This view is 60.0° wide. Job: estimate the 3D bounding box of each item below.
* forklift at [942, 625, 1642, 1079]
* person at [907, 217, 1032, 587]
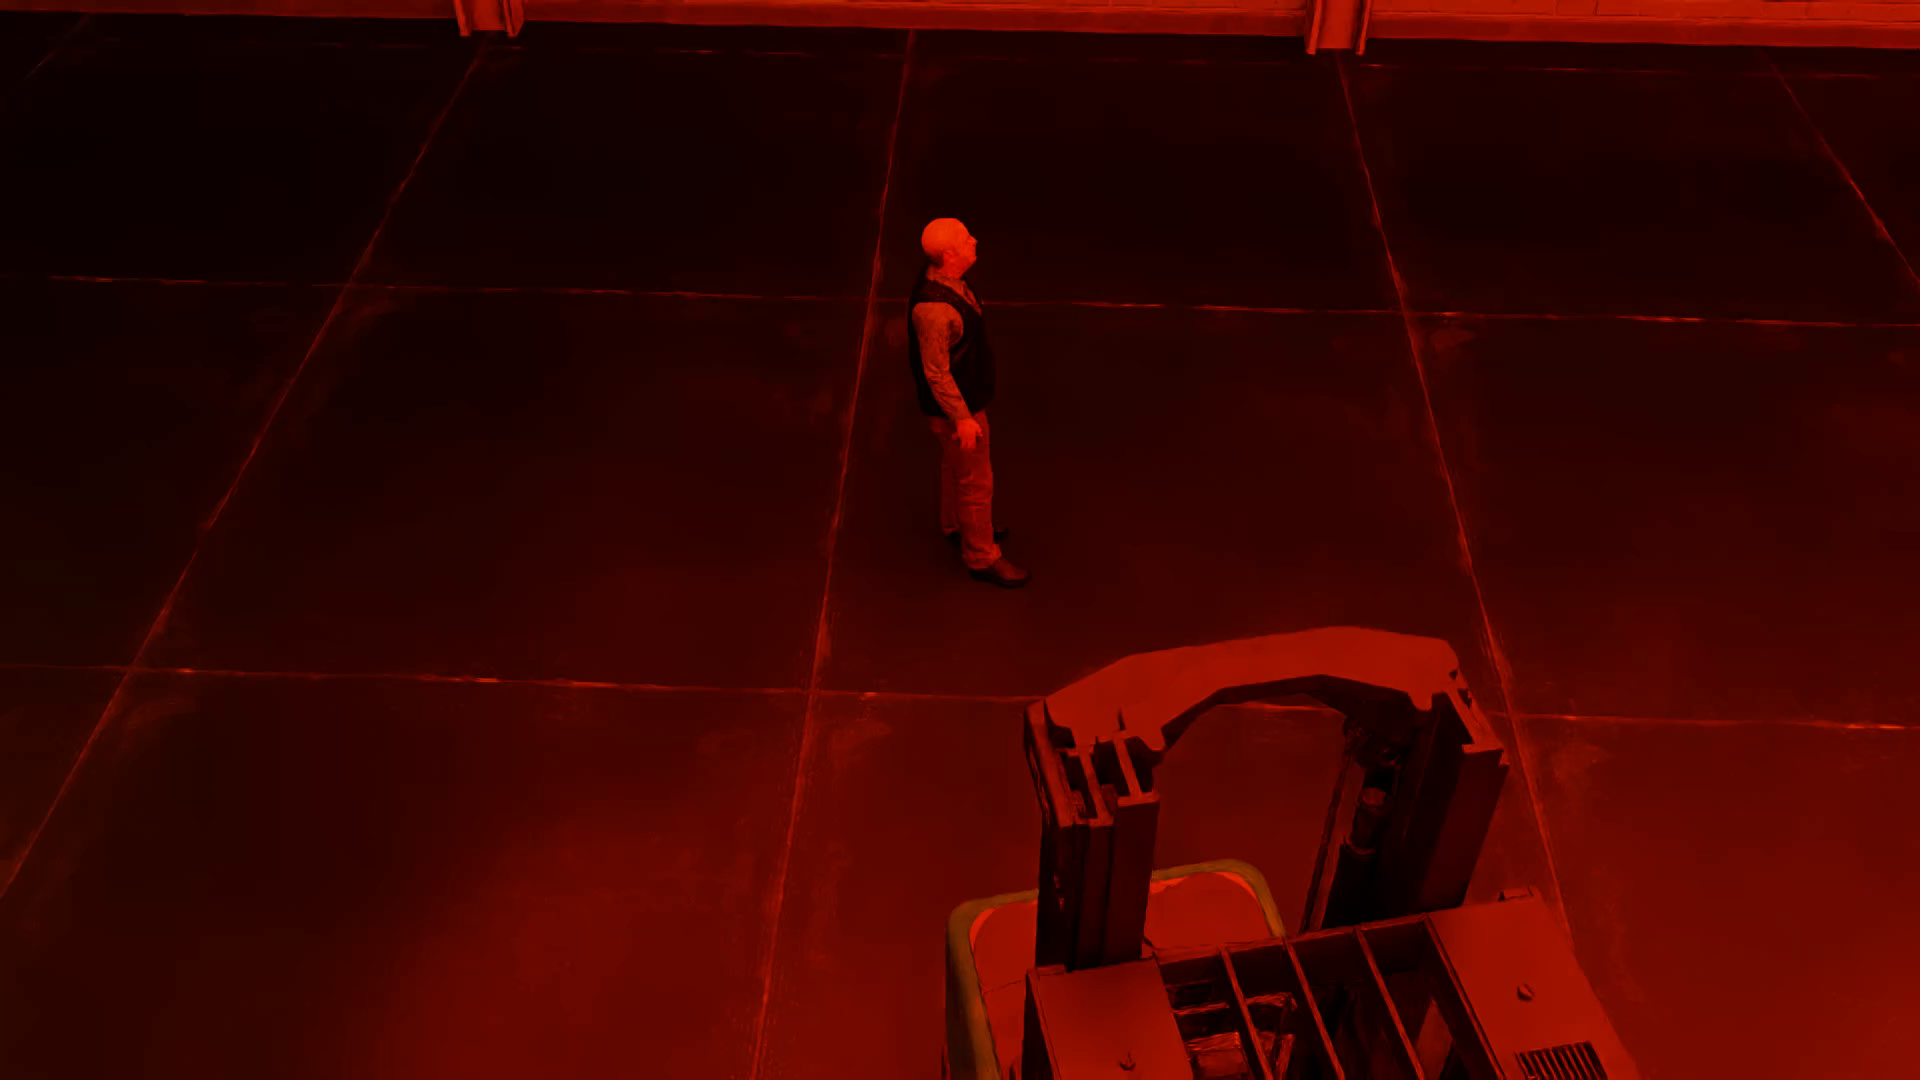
[{"bbox_3d":[0.721,1.741,3.835,1.130,2.935,3.031,-7,43,-8],"label":"forklift"},{"bbox_3d":[0.062,-0.634,7.323,0.567,1.720,0.632,2,42,2],"label":"person"}]
